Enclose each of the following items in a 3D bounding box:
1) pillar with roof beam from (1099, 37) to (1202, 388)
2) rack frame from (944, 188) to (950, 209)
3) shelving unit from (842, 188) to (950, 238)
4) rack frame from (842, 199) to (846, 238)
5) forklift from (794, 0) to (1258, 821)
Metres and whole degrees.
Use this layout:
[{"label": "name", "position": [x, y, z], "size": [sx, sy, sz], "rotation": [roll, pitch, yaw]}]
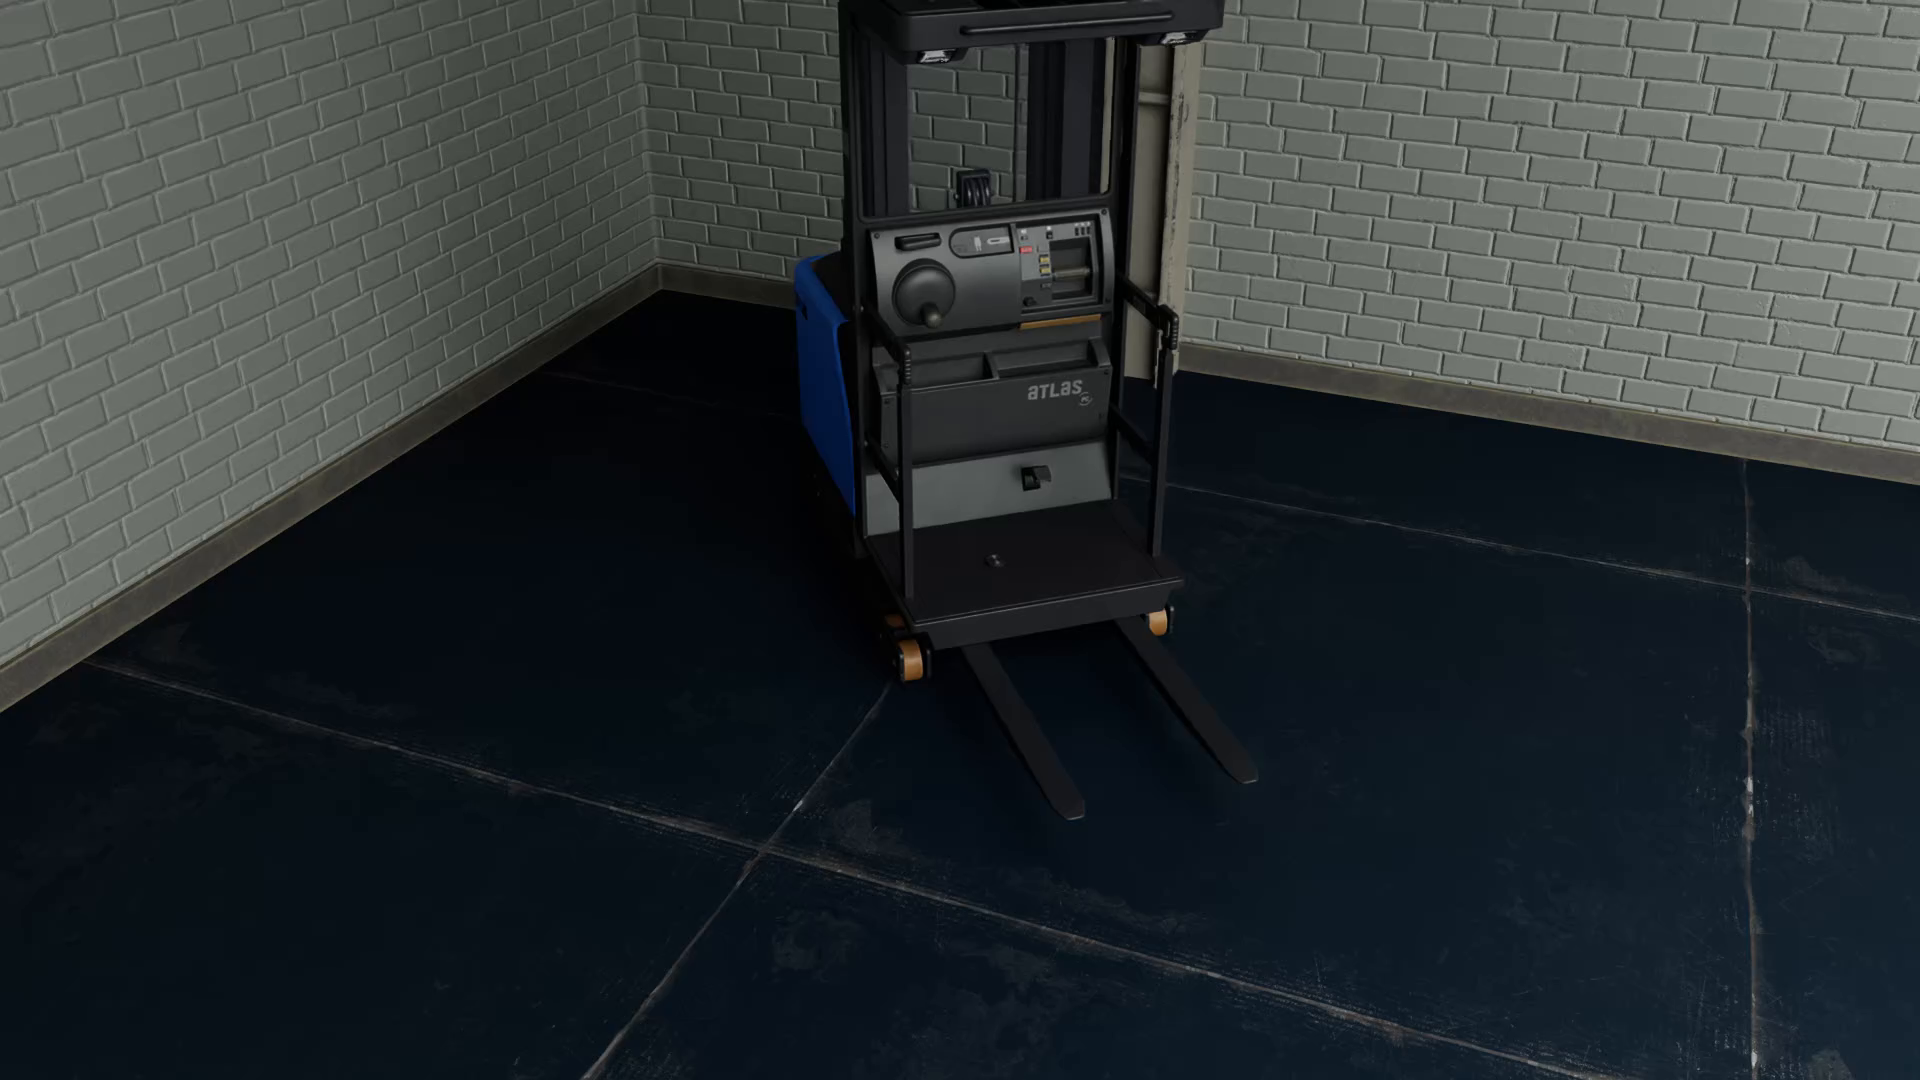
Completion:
[{"label": "pillar with roof beam", "position": [-0.688, -2.845, 3.139], "size": [0.400, 9.000, 9.100], "rotation": [11, 31, 19]}, {"label": "rack frame", "position": [-0.025, -1.043, 7.869], "size": [0.015, 1.200, 0.240], "rotation": [-9, 29, -16]}, {"label": "shelving unit", "position": [-0.256, -1.006, 7.802], "size": [0.503, 1.200, 0.258], "rotation": [-9, 29, -16]}, {"label": "rack frame", "position": [-0.488, -0.968, 7.736], "size": [0.015, 1.200, 0.240], "rotation": [-9, 29, -16]}, {"label": "forklift", "position": [0.194, -0.960, 5.970], "size": [1.130, 2.935, 3.031], "rotation": [-9, 31, -15]}]
